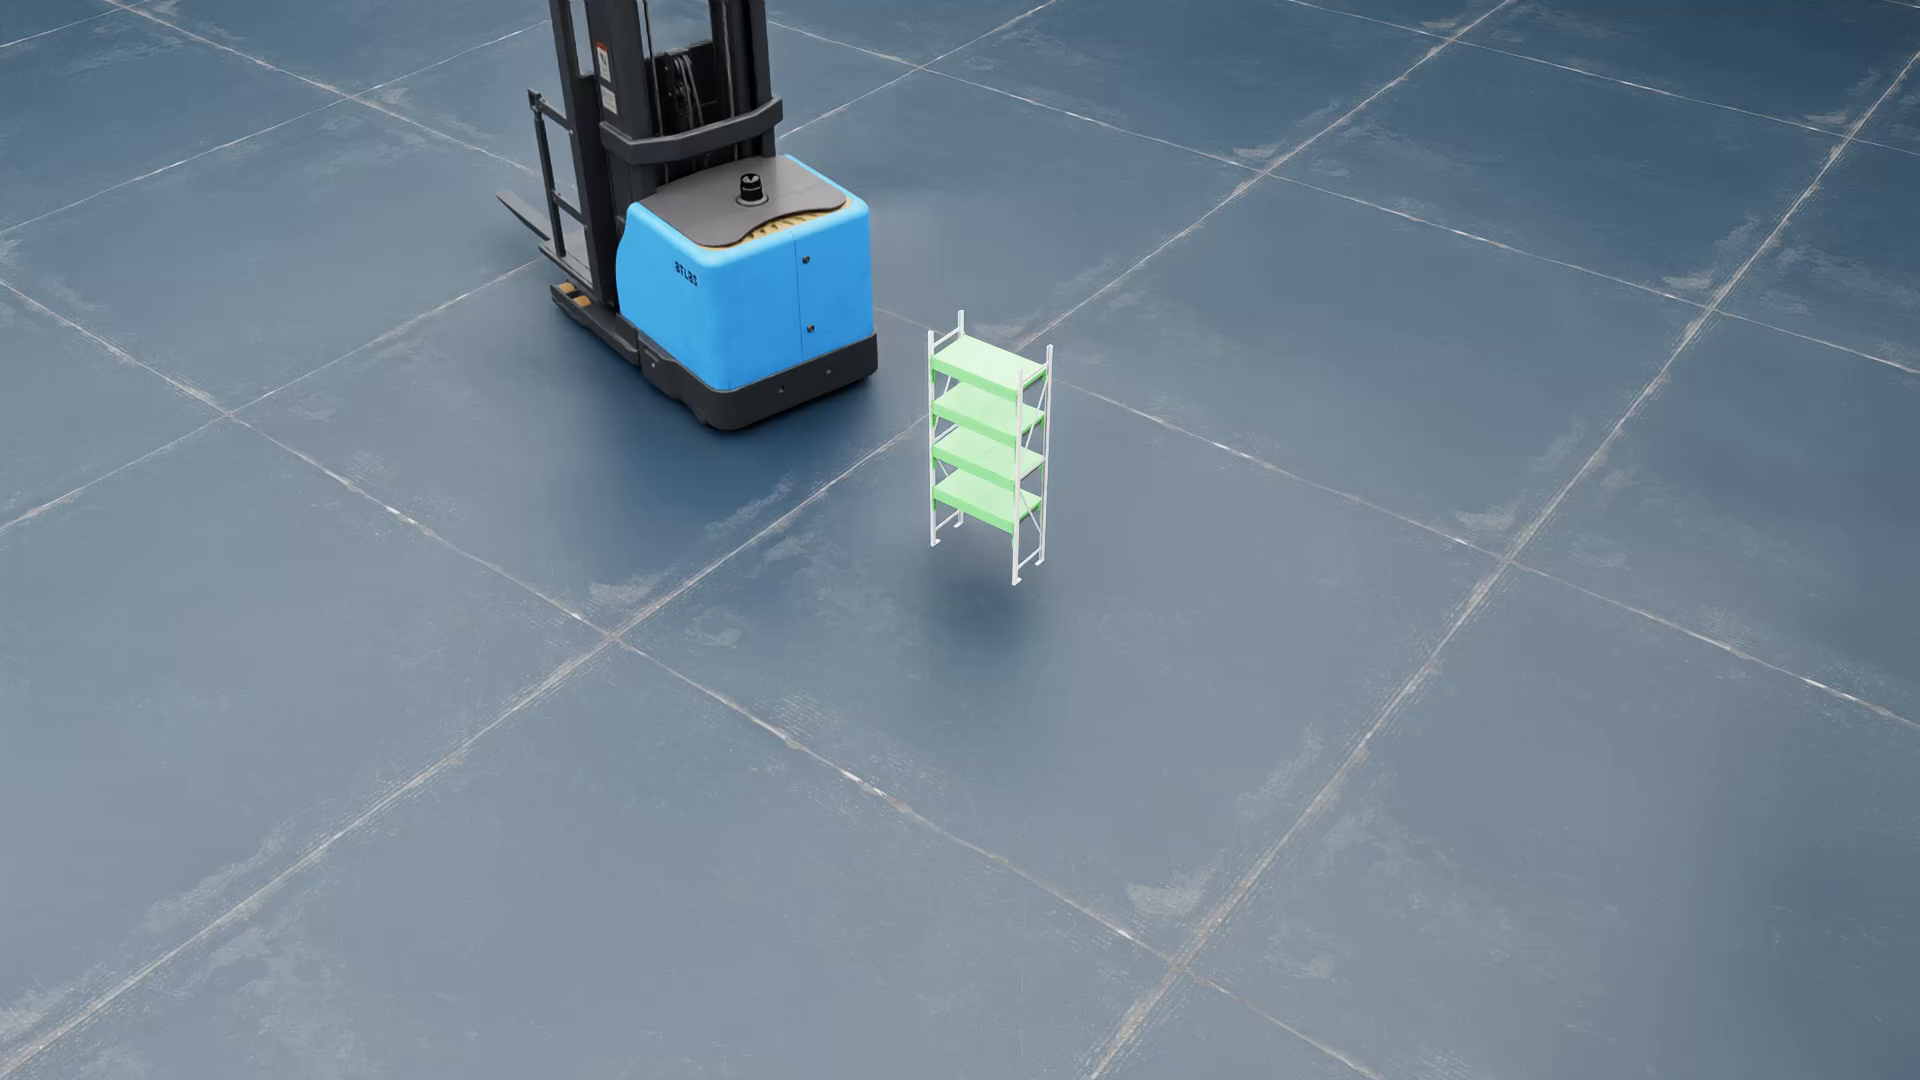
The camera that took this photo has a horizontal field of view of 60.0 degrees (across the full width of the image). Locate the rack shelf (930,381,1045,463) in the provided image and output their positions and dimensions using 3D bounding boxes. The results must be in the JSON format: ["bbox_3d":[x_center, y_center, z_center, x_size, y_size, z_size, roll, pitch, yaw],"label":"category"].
[{"bbox_3d":[0.131,-0.549,7.553,0.480,0.148,0.258,25,45,29],"label":"rack shelf"}]

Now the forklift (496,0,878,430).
[{"bbox_3d":[-1.757,-2.580,9.029,1.130,2.935,3.031,-26,45,-29],"label":"forklift"}]

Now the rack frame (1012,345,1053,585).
[{"bbox_3d":[0.325,-0.319,7.545,0.015,1.200,0.240,25,45,29],"label":"rack frame"}]

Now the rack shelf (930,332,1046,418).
[{"bbox_3d":[0.131,-0.738,7.405,0.480,0.148,0.258,25,45,29],"label":"rack shelf"}]

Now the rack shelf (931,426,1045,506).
[{"bbox_3d":[0.131,-0.360,7.701,0.480,0.148,0.258,25,45,29],"label":"rack shelf"}]

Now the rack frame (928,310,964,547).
[{"bbox_3d":[-0.062,-0.502,7.778,0.015,1.200,0.240,25,45,29],"label":"rack frame"}]

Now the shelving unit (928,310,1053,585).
[{"bbox_3d":[0.131,-0.410,7.662,0.503,1.200,0.258,25,45,29],"label":"shelving unit"}]

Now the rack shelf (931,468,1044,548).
[{"bbox_3d":[0.131,-0.171,7.849,0.480,0.148,0.258,25,45,29],"label":"rack shelf"}]
